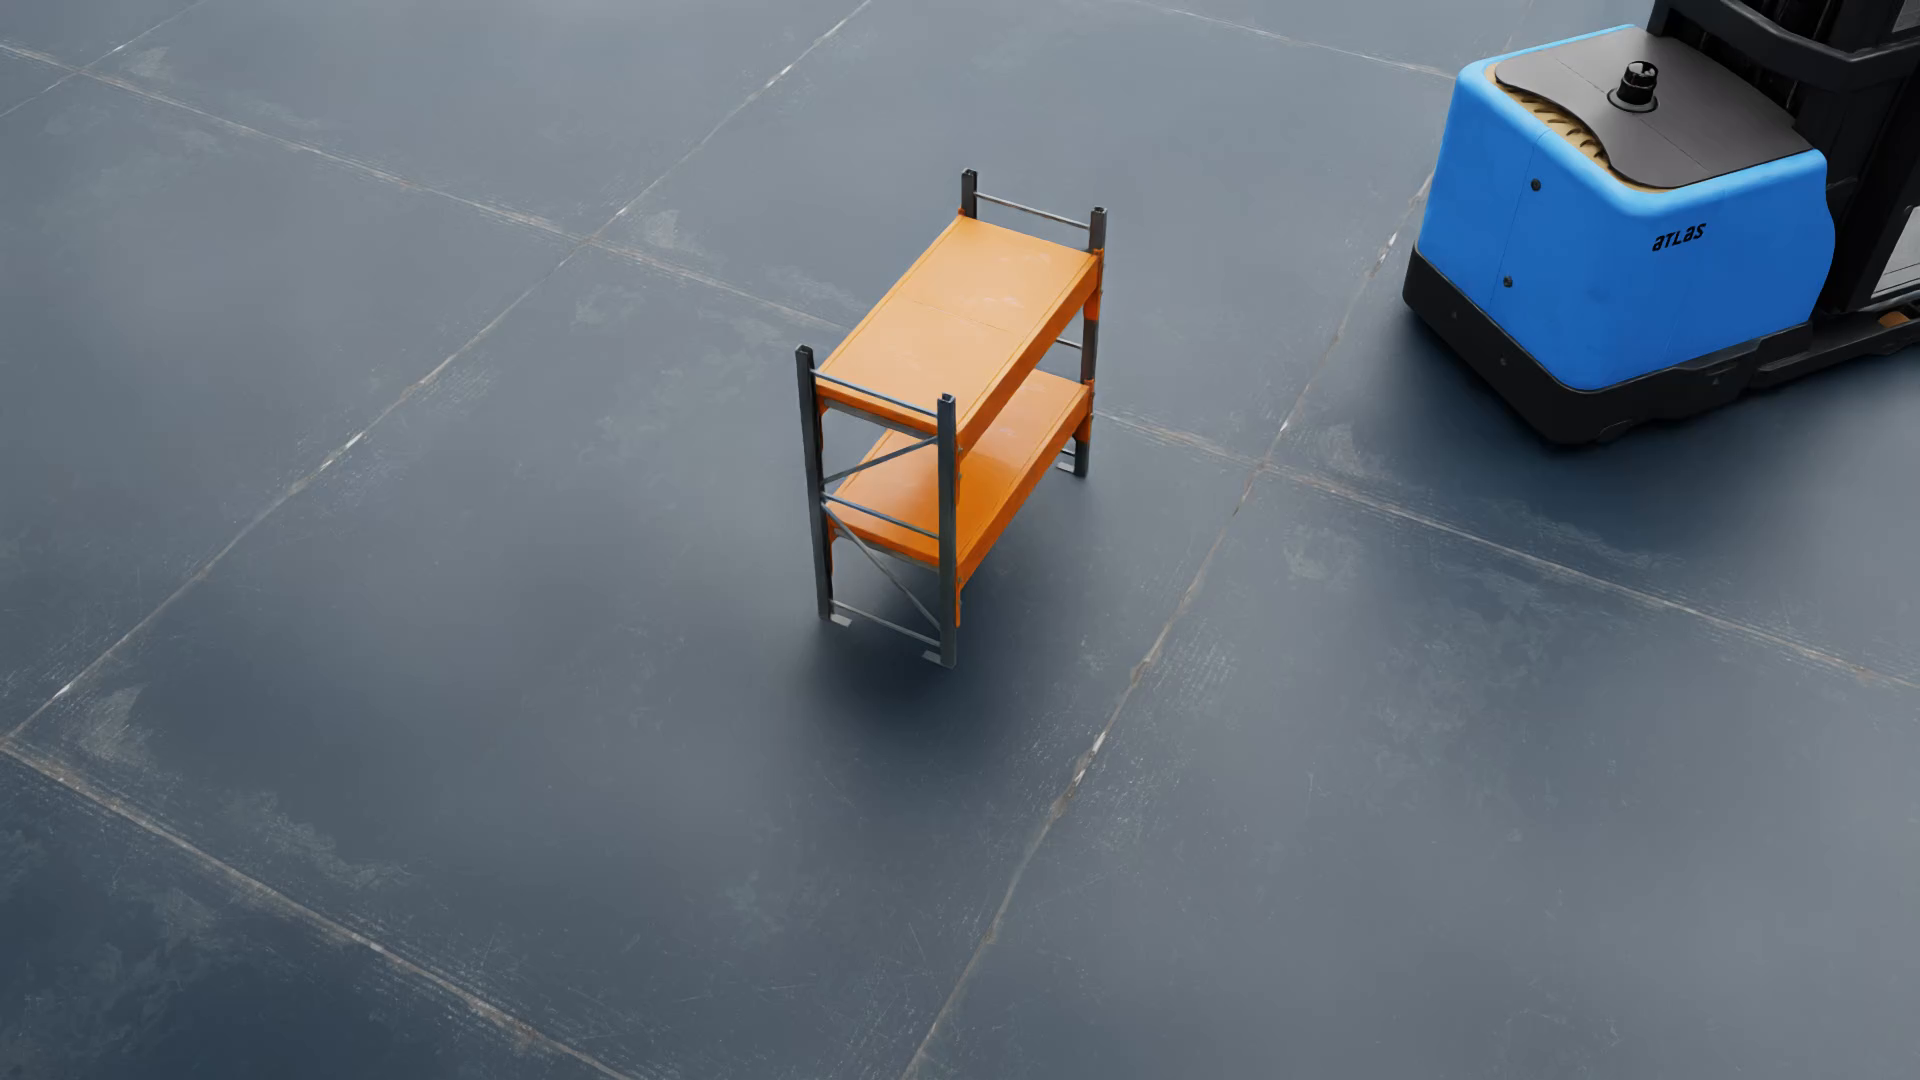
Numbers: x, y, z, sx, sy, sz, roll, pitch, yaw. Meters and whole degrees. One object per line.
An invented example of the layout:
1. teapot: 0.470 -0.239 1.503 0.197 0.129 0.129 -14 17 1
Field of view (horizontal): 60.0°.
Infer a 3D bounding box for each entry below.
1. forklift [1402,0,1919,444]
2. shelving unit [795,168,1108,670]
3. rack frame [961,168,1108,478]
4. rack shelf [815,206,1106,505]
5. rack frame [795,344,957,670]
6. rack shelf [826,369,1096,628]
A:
1. forklift: 3.319 -2.077 5.742 3.031 2.935 1.130 -18 48 -17
2. shelving unit: -0.003 -0.391 5.346 0.538 1.125 1.048 20 49 19
3. rack frame: 0.233 -0.711 5.662 0.500 1.125 0.032 20 49 19
4. rack shelf: -0.003 -0.597 5.138 0.538 0.278 1.000 20 49 19
5. rack frame: -0.239 -0.071 5.029 0.500 1.125 0.032 20 49 19
6. rack shelf: -0.003 -0.219 5.520 0.538 0.278 1.000 20 49 19
